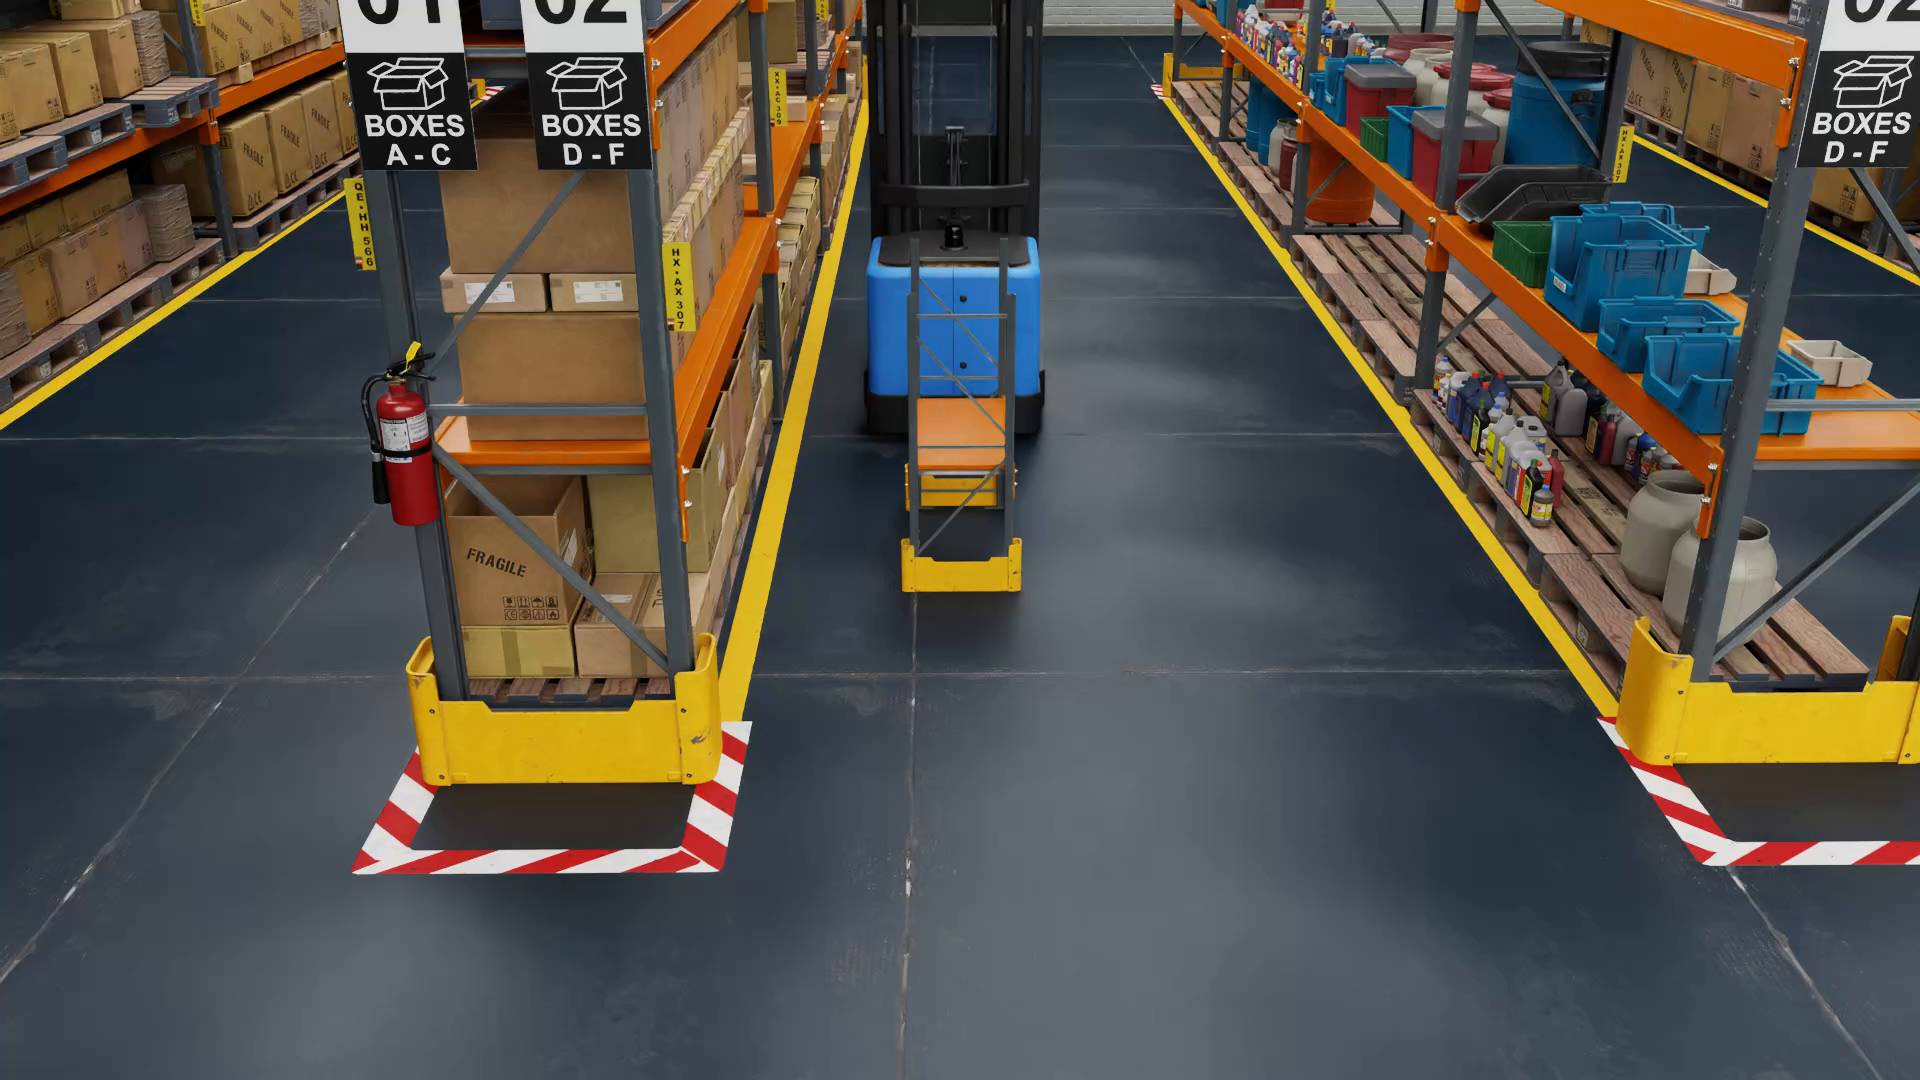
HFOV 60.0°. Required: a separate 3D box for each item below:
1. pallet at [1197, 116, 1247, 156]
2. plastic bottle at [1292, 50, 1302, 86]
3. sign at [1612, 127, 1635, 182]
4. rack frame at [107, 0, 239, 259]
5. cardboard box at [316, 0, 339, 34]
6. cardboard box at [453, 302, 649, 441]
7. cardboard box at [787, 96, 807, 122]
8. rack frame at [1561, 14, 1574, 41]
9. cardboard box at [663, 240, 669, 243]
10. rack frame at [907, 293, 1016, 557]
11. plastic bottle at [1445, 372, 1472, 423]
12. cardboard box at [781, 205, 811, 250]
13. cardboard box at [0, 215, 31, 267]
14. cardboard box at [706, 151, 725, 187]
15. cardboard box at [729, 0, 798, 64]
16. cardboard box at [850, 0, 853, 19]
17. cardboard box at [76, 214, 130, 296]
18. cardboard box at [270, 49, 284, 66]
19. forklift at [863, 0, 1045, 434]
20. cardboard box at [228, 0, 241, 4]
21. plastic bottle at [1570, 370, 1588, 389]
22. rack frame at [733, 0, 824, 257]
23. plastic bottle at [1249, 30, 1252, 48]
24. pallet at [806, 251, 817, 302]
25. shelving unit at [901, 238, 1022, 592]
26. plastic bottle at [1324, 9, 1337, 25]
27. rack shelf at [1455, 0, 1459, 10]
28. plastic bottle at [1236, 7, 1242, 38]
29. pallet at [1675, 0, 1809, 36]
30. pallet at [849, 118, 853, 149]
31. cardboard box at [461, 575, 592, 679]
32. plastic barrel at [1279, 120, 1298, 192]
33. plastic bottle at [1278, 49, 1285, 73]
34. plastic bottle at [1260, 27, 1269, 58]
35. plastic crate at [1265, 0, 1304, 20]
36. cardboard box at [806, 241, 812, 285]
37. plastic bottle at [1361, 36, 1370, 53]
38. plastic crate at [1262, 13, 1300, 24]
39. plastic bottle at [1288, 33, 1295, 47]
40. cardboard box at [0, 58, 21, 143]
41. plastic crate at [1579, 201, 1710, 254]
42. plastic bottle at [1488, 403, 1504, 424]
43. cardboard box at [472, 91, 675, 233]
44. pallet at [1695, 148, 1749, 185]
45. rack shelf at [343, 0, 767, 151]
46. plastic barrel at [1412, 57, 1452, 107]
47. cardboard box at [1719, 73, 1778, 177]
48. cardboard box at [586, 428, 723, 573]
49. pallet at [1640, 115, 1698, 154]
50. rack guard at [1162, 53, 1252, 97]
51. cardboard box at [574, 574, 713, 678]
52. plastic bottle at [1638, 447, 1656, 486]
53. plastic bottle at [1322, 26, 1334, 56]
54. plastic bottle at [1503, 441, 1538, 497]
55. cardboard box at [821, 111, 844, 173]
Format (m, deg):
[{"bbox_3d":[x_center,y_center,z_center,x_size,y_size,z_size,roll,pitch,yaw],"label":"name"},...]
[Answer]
[{"bbox_3d":[3.212,-4.474,18.385,1.003,0.211,1.213,0,24,-1],"label":"pallet"},{"bbox_3d":[2.869,-4.000,14.095,0.061,0.283,0.133,0,24,-1],"label":"plastic bottle"},{"bbox_3d":[3.896,-2.269,9.791,0.100,0.325,0.005,0,24,-1],"label":"sign"},{"bbox_3d":[-6.604,-3.749,13.398,1.000,3.000,0.127,0,24,-1],"label":"rack frame"},{"bbox_3d":[-6.375,-5.188,16.074,0.500,0.500,0.500,0,24,0],"label":"cardboard box"},{"bbox_3d":[-1.556,-0.714,6.567,0.700,0.500,0.500,0,24,-1],"label":"cardboard box"},{"bbox_3d":[-1.365,-3.289,12.686,0.380,0.149,0.250,0,24,-1],"label":"cardboard box"},{"bbox_3d":[8.168,-7.112,20.835,1.000,3.000,0.127,0,24,-1],"label":"rack frame"},{"bbox_3d":[-1.358,-1.088,6.608,0.380,0.149,0.250,-1,24,-2],"label":"cardboard box"},{"bbox_3d":[0.006,-0.439,7.900,0.500,1.500,0.032,0,24,-1],"label":"rack frame"},{"bbox_3d":[2.942,-0.838,9.734,0.152,0.276,0.135,1,24,1],"label":"plastic bottle"},{"bbox_3d":[-1.384,-2.330,12.407,0.500,0.311,0.500,0,24,-1],"label":"cardboard box"},{"bbox_3d":[-6.594,-1.988,11.096,0.500,0.250,0.500,-1,24,-2],"label":"cardboard box"},{"bbox_3d":[-1.378,-1.831,8.250,0.380,0.149,0.250,0,24,1],"label":"cardboard box"},{"bbox_3d":[-1.771,-4.268,13.917,0.700,0.500,0.500,-9,26,-18],"label":"cardboard box"},{"bbox_3d":[-1.436,-5.888,18.008,0.500,0.500,0.500,0,24,0],"label":"cardboard box"},{"bbox_3d":[-6.621,-2.096,12.244,0.700,0.500,0.500,0,24,-1],"label":"cardboard box"},{"bbox_3d":[-6.404,-4.412,15.146,0.380,0.149,0.250,0,24,0],"label":"cardboard box"},{"bbox_3d":[-0.030,-2.533,10.793,1.130,2.935,3.031,0,24,0],"label":"forklift"},{"bbox_3d":[-6.358,-4.690,14.064,0.500,0.250,0.500,-1,24,-1],"label":"cardboard box"},{"bbox_3d":[3.641,-0.874,9.724,0.144,0.351,0.185,-1,24,-2],"label":"plastic bottle"},{"bbox_3d":[-1.651,-3.772,13.451,1.000,3.000,0.127,0,24,-1],"label":"rack frame"},{"bbox_3d":[2.863,-4.880,16.140,0.097,0.201,0.097,0,24,0],"label":"plastic bottle"},{"bbox_3d":[-1.681,-2.162,13.275,1.003,0.211,1.213,0,24,-1],"label":"pallet"},{"bbox_3d":[0.001,-0.652,8.371,0.587,1.500,1.083,0,24,-1],"label":"shelving unit"},{"bbox_3d":[3.598,-4.965,16.149,0.144,0.351,0.185,0,24,-1],"label":"plastic bottle"},{"bbox_3d":[3.324,-4.008,11.205,1.077,0.370,4.000,0,24,-1],"label":"rack shelf"},{"bbox_3d":[2.836,-5.235,16.827,0.061,0.283,0.133,0,24,-1],"label":"plastic bottle"},{"bbox_3d":[3.478,-2.119,6.384,1.003,0.211,1.213,0,24,-1],"label":"pallet"},{"bbox_3d":[-1.701,-4.433,18.296,1.003,0.211,1.213,0,24,-1],"label":"pallet"},{"bbox_3d":[-1.865,0.366,7.128,0.500,0.250,0.500,0,24,-1],"label":"cardboard box"},{"bbox_3d":[3.267,-3.553,15.382,0.600,0.588,0.708,0,24,-1],"label":"plastic barrel"},{"bbox_3d":[2.879,-4.251,14.750,0.097,0.201,0.097,0,24,0],"label":"plastic bottle"},{"bbox_3d":[2.869,-4.665,15.581,0.097,0.271,0.097,0,24,0],"label":"plastic bottle"},{"bbox_3d":[3.500,-5.867,17.932,0.402,0.464,0.583,0,24,-1],"label":"plastic crate"},{"bbox_3d":[-1.390,-2.076,12.526,0.500,0.250,0.500,0,24,1],"label":"cardboard box"},{"bbox_3d":[3.654,-4.396,14.972,0.061,0.283,0.133,0,24,-1],"label":"plastic bottle"},{"bbox_3d":[3.396,-5.541,17.609,0.396,0.136,0.243,0,24,-1],"label":"plastic crate"},{"bbox_3d":[3.001,-4.453,15.096,0.061,0.283,0.133,0,24,-1],"label":"plastic bottle"},{"bbox_3d":[-6.531,-2.787,10.616,0.700,0.500,0.500,2,24,5],"label":"cardboard box"},{"bbox_3d":[3.629,-1.622,8.877,0.499,0.251,0.616,0,24,-1],"label":"plastic crate"},{"bbox_3d":[2.981,-0.630,9.279,0.097,0.271,0.097,0,24,0],"label":"plastic bottle"},{"bbox_3d":[-1.568,-1.544,6.827,0.700,0.500,0.500,-1,24,-2],"label":"cardboard box"},{"bbox_3d":[8.295,-3.876,17.063,1.003,0.211,1.213,0,24,-1],"label":"pallet"},{"bbox_3d":[-1.586,-2.339,7.515,1.077,0.370,4.000,0,24,-1],"label":"rack shelf"},{"bbox_3d":[3.532,-3.248,12.155,0.421,0.512,0.421,0,24,0],"label":"plastic barrel"},{"bbox_3d":[8.249,-4.055,16.145,1.225,0.875,0.875,-1,24,-2],"label":"cardboard box"},{"bbox_3d":[-1.354,-0.184,7.434,0.500,0.500,0.500,0,24,-1],"label":"cardboard box"},{"bbox_3d":[8.281,-4.507,18.459,1.003,0.211,1.213,0,24,-1],"label":"pallet"},{"bbox_3d":[3.202,-5.961,21.322,1.175,0.500,0.348,0,24,-1],"label":"rack guard"},{"bbox_3d":[-1.347,0.364,7.133,0.500,0.250,0.500,0,24,-1],"label":"cardboard box"},{"bbox_3d":[3.675,-0.394,8.843,0.097,0.201,0.097,0,24,0],"label":"plastic bottle"},{"bbox_3d":[3.475,-4.704,15.667,0.097,0.271,0.097,0,24,0],"label":"plastic bottle"},{"bbox_3d":[2.954,-0.372,8.704,0.152,0.276,0.135,-1,24,-2],"label":"plastic bottle"},{"bbox_3d":[-1.401,-3.870,16.166,0.500,0.500,0.500,0,24,0],"label":"cardboard box"}]
